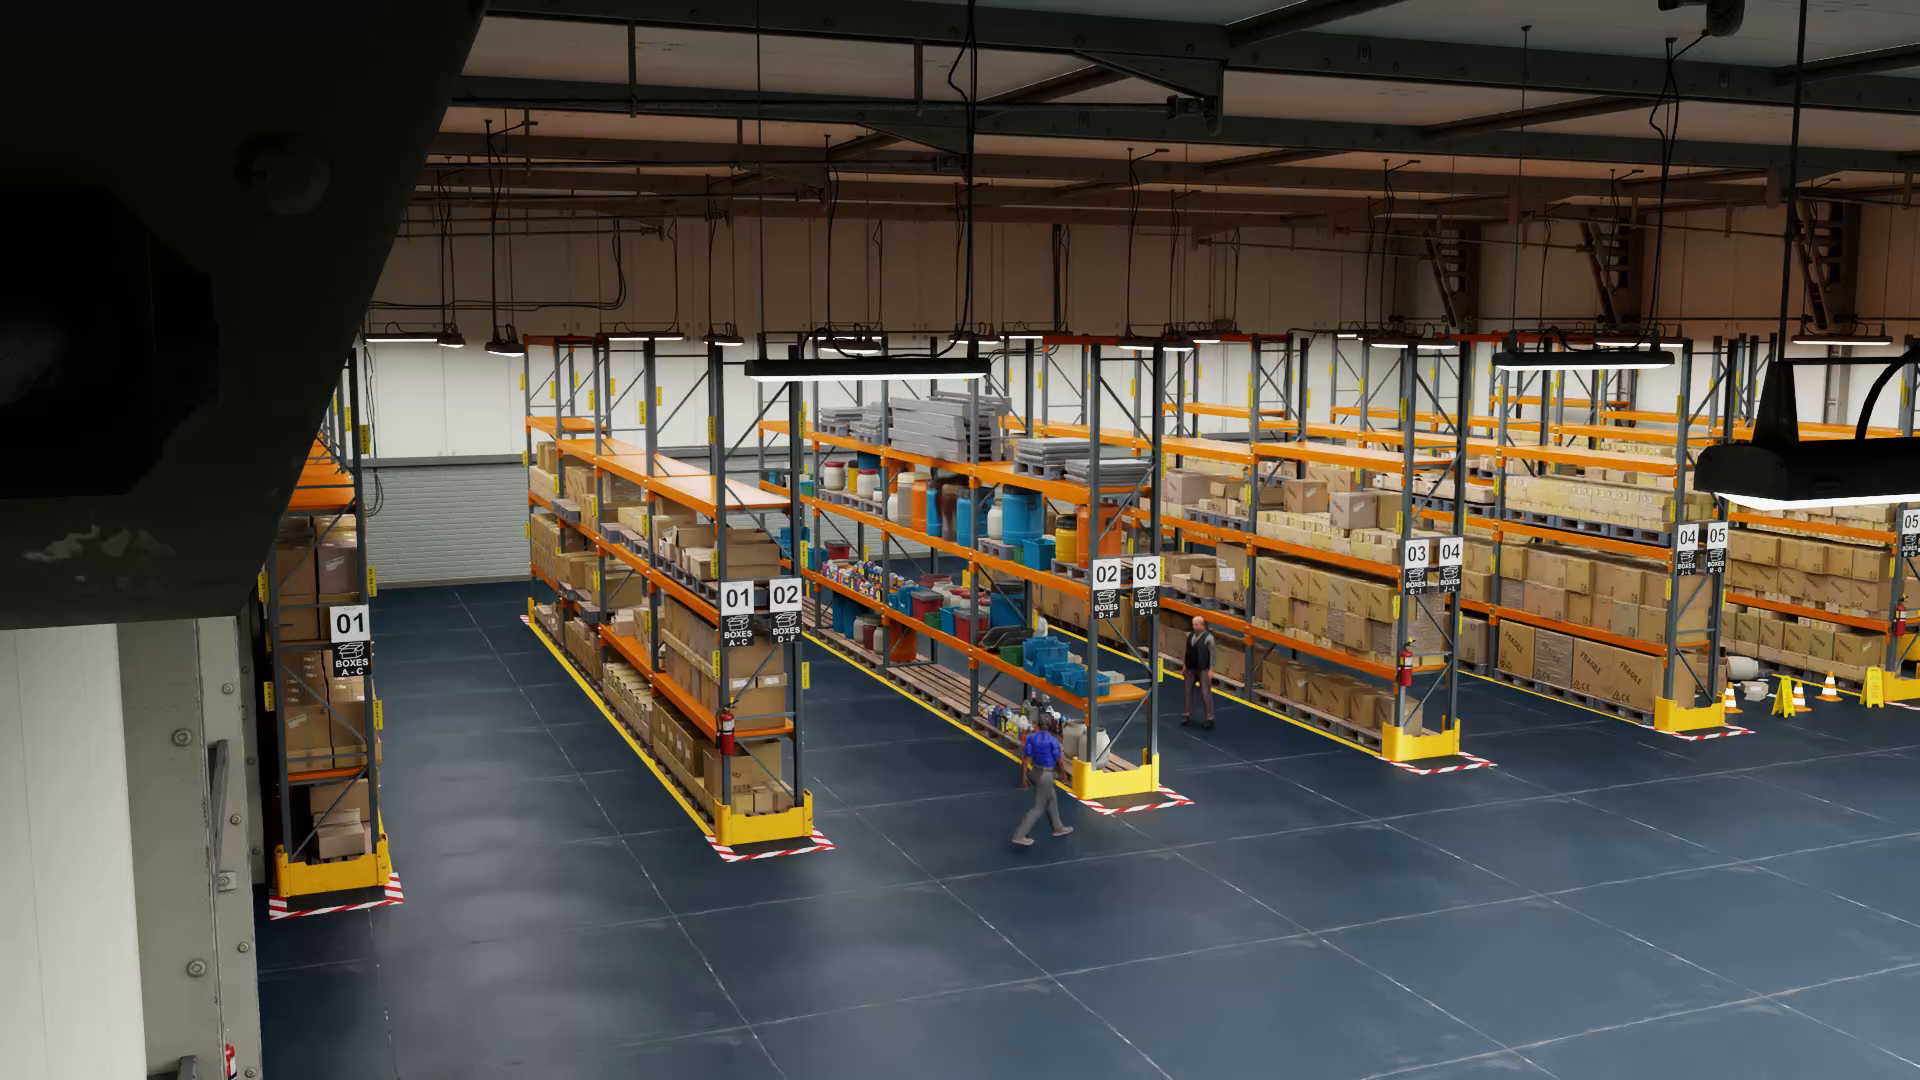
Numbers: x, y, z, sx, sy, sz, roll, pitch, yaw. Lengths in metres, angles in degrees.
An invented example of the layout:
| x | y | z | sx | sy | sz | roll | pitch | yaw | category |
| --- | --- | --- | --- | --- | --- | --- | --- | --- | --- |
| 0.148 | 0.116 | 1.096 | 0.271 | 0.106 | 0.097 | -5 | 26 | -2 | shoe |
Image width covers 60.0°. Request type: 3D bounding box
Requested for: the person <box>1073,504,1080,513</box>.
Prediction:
| x | y | z | sx | sy | sz | roll | pitch | yaw | category |
| --- | --- | --- | --- | --- | --- | --- | --- | --- | --- |
| 3.029 | -0.161 | 42.280 | 0.887 | 1.757 | 0.614 | -5 | 9 | -31 | person |

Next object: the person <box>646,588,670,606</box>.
| x | y | z | sx | sy | sz | roll | pitch | yaw | category |
| --- | --- | --- | --- | --- | --- | --- | --- | --- | --- |
| -5.663 | 1.332 | 31.651 | 0.569 | 1.652 | 0.973 | -3 | 8 | -22 | person |

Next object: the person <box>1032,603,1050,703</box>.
| x | y | z | sx | sy | sz | roll | pitch | yaw | category |
| --- | --- | --- | --- | --- | --- | --- | --- | --- | --- |
| 1.265 | 1.860 | 27.536 | 0.457 | 1.607 | 0.505 | 0 | 8 | 0 | person |

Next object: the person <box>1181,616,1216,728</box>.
| x | y | z | sx | sy | sz | roll | pitch | yaw | category |
| --- | --- | --- | --- | --- | --- | --- | --- | --- | --- |
| 3.700 | 2.036 | 25.944 | 0.592 | 1.721 | 0.412 | 6 | 10 | 40 | person |

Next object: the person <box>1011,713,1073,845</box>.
| x | y | z | sx | sy | sz | roll | pitch | yaw | category |
| --- | --- | --- | --- | --- | --- | --- | --- | --- | --- |
| 1.030 | 2.860 | 20.087 | 0.983 | 1.584 | 0.415 | -5 | 9 | -31 | person |
